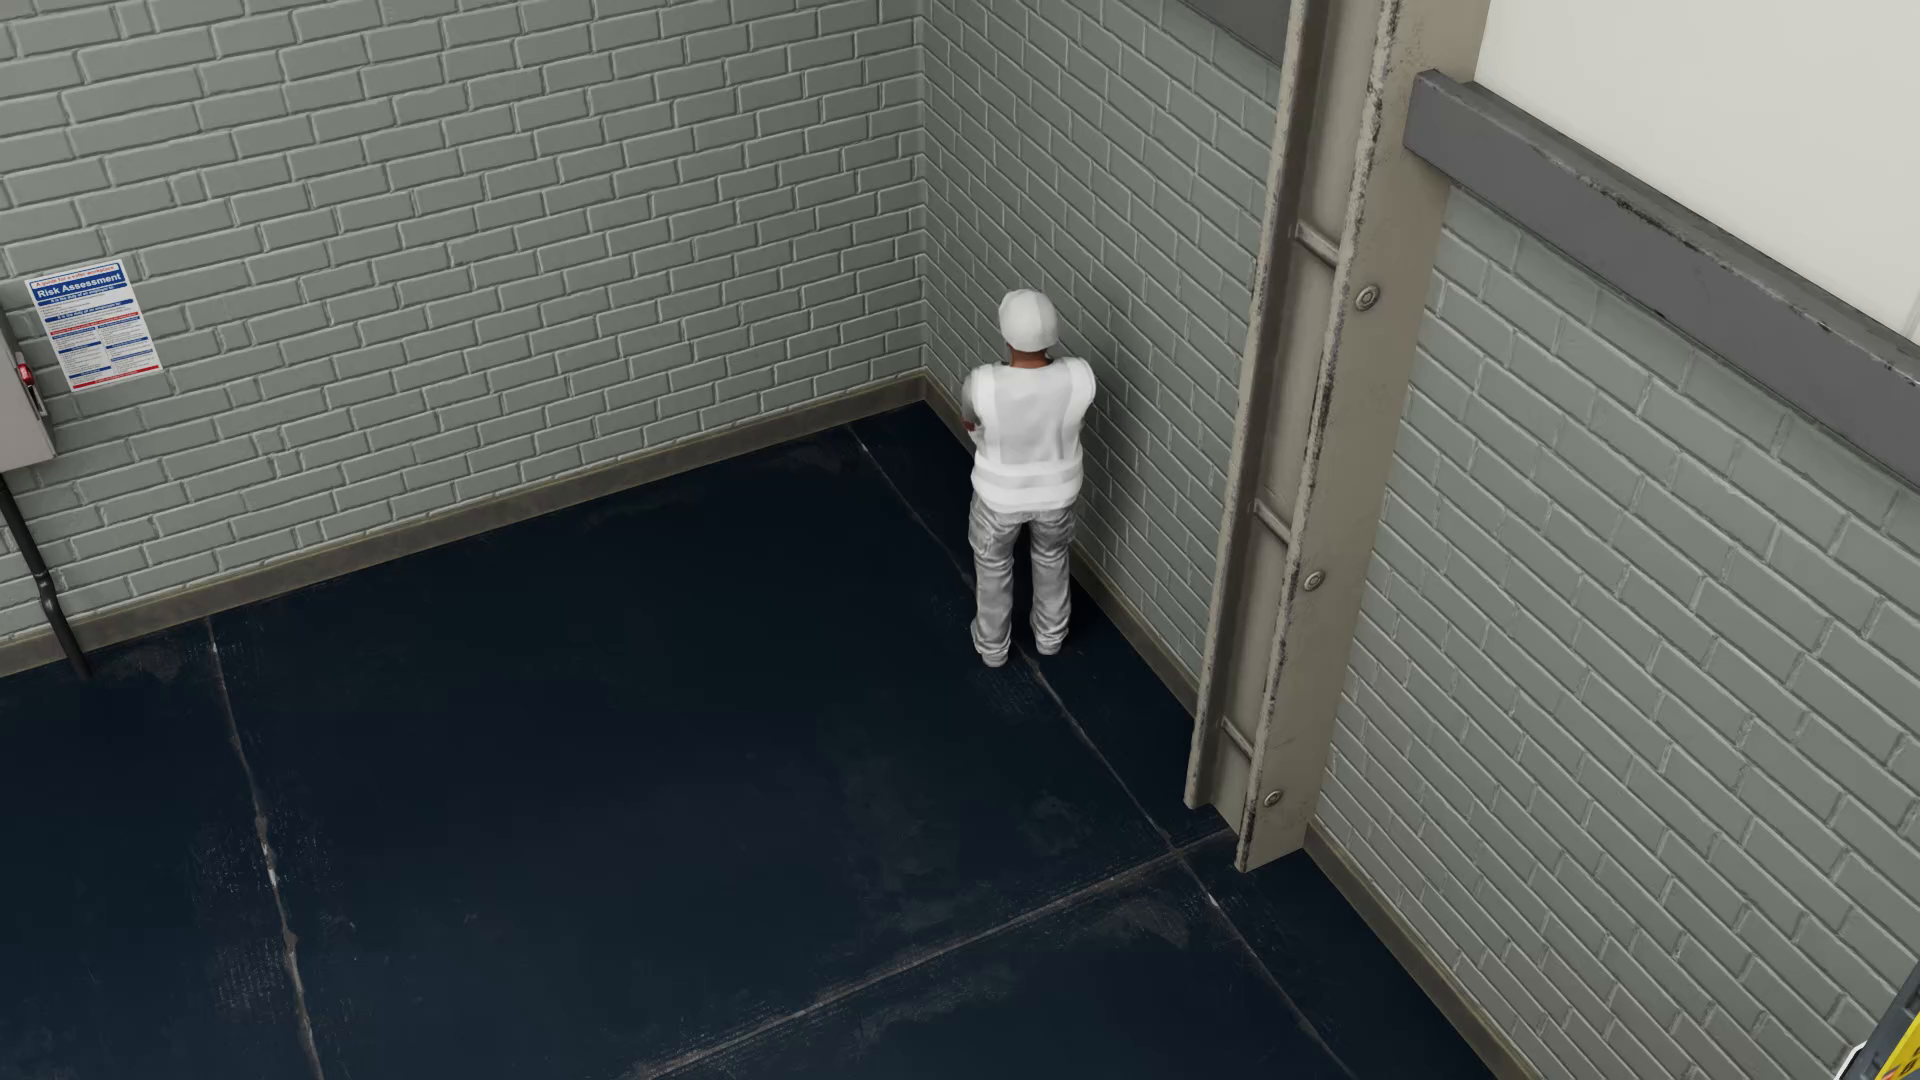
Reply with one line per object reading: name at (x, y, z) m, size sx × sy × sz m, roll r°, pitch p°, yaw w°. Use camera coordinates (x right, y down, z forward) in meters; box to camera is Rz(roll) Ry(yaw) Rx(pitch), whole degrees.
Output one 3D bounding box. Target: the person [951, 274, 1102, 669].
person at (0.246, -0.218, 6.395) m, size 0.571 × 1.782 × 0.410 m, roll -6°, pitch 41°, yaw -7°
